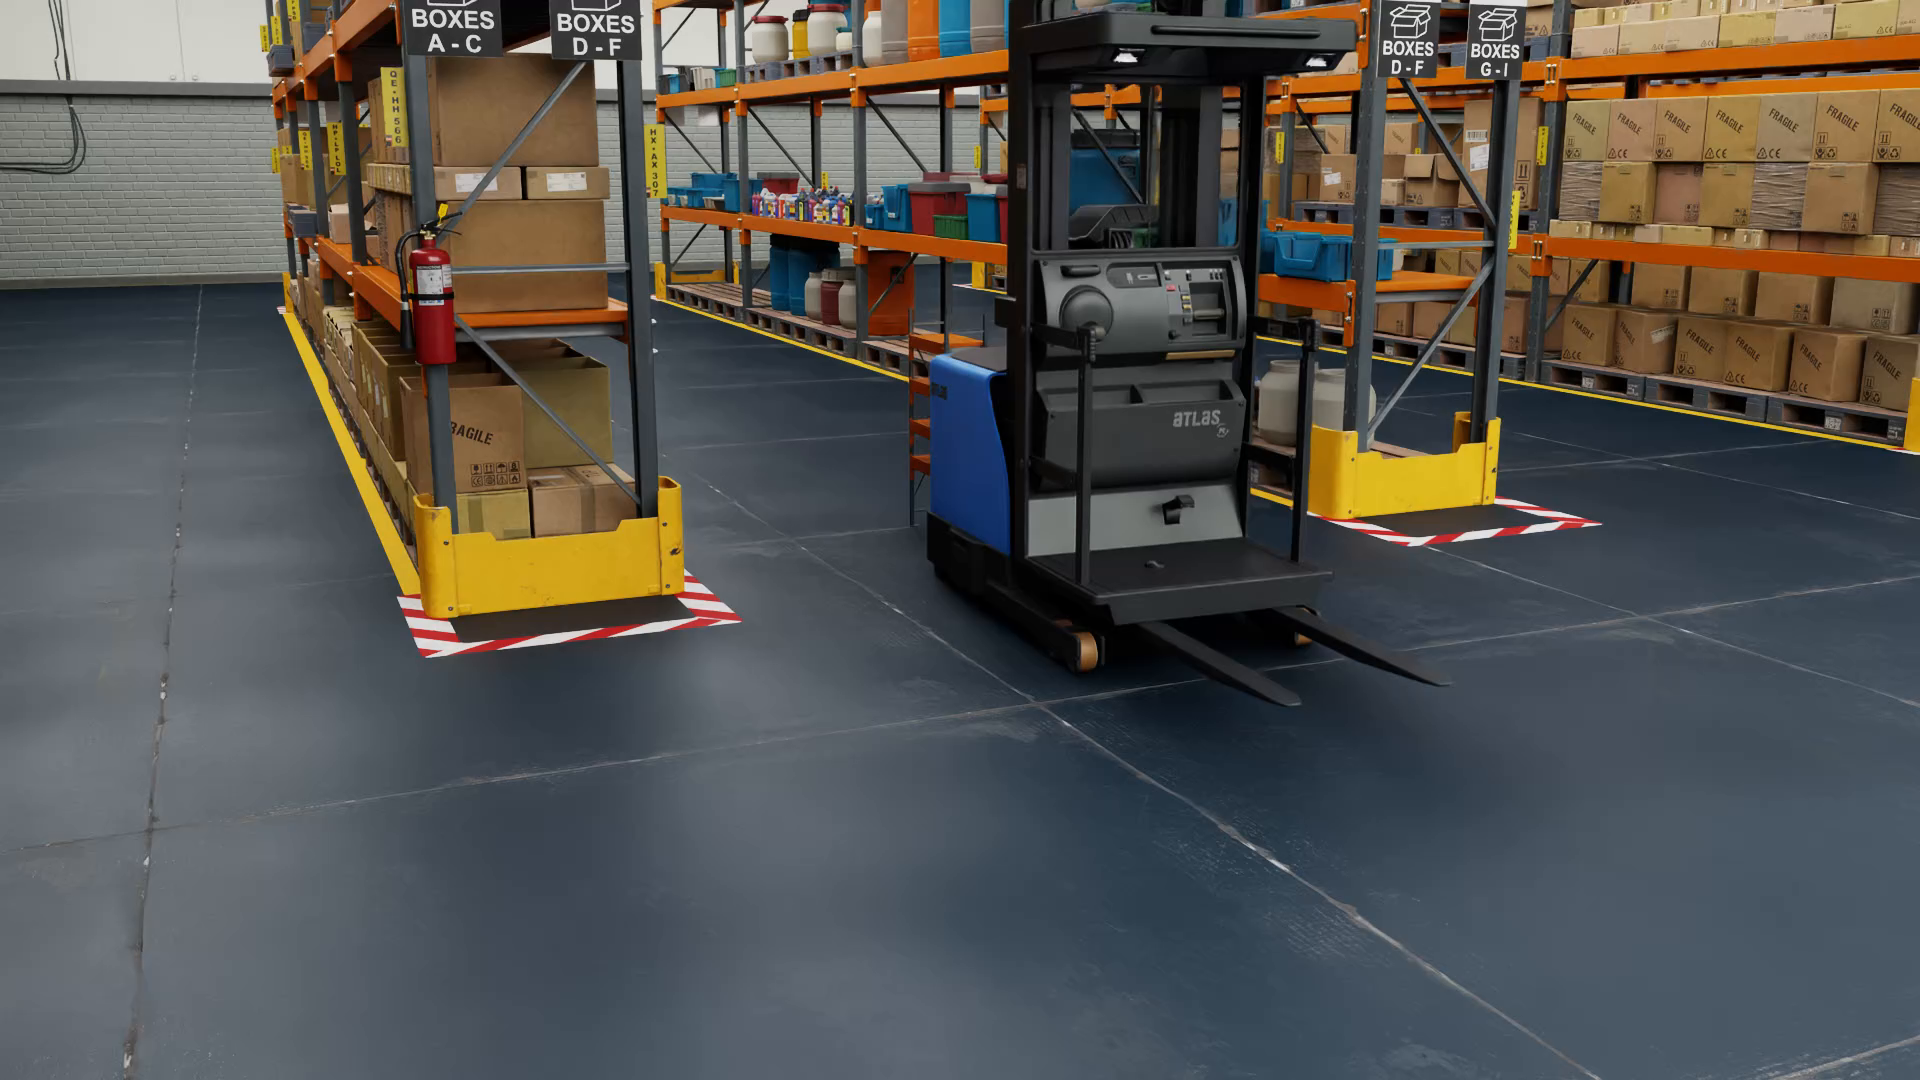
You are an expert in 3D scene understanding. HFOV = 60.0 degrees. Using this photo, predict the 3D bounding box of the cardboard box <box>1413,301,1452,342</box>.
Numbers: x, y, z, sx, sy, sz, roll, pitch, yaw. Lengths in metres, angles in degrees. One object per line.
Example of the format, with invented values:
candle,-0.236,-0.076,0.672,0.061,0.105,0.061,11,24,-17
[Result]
cardboard box,4.961,-2.264,16.567,0.700,0.500,0.500,-7,15,-28

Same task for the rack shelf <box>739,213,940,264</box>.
rack shelf,-1.357,-3.365,18.350,1.077,0.370,4.000,-6,14,-23

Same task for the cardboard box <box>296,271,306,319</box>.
cardboard box,-7.186,-2.770,18.755,0.500,0.500,0.500,-6,14,-23

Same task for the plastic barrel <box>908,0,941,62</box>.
plastic barrel,-0.163,-4.648,14.695,0.600,0.830,0.708,-6,14,-23

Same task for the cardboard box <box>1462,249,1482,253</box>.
cardboard box,7.235,-4.069,22.746,0.500,0.250,0.500,-5,14,-21

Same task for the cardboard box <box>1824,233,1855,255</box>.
cardboard box,6.551,-2.166,12.133,0.380,0.149,0.250,-6,14,-23

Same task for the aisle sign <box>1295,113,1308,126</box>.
aisle sign,5.609,-7.138,27.293,0.394,0.787,0.004,-6,14,-23

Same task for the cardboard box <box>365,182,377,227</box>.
cardboard box,-4.198,-2.450,12.581,0.500,0.500,0.500,-6,14,-23

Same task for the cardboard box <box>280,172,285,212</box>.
cardboard box,-8.364,-4.441,21.185,0.500,0.500,0.500,-5,14,-22

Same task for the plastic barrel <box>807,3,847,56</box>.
plastic barrel,-1.404,-5.387,17.607,0.433,0.535,0.433,0,13,0

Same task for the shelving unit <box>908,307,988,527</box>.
shelving unit,-0.066,-0.619,8.882,0.258,1.200,0.503,-6,14,-23

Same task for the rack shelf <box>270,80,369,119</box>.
rack shelf,-7.499,-5.206,19.653,1.077,0.370,4.000,-6,14,-23

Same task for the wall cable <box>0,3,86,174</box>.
wall cable,-14.776,-6.671,24.621,3.097,2.526,0.112,-6,14,-23

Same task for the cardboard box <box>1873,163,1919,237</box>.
cardboard box,6.992,-2.406,11.732,0.875,0.500,0.500,-6,14,-23

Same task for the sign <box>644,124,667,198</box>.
sign,-1.380,-1.712,7.517,0.100,0.325,0.005,-6,14,-23

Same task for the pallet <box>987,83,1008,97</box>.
pallet,1.085,-6.668,24.572,1.003,0.211,1.213,-6,14,-23

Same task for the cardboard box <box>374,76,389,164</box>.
cardboard box,-3.106,-2.514,9.981,0.700,0.500,0.500,-6,14,-23

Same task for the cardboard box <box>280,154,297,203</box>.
cardboard box,-6.713,-3.817,17.556,0.700,0.500,0.500,-12,18,-42

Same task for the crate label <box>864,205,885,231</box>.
crate label,-0.730,-3.099,15.980,0.303,0.233,0.416,-6,14,-23

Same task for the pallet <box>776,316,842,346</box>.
pallet,-1.394,-2.354,18.573,1.003,0.211,1.213,-6,14,-23

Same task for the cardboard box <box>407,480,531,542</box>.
cardboard box,-2.376,-0.151,8.039,0.500,0.250,0.500,-6,14,-23

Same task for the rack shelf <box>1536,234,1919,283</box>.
rack shelf,6.386,-2.159,13.142,1.077,0.370,4.000,-6,14,-23

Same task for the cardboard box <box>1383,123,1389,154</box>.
cardboard box,6.318,-5.862,24.449,0.500,0.500,0.500,-6,14,-25

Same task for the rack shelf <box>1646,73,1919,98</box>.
rack shelf,9.369,-4.874,18.220,1.077,0.370,4.000,-6,14,-23

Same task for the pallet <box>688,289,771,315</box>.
pallet,-2.980,-3.171,22.101,1.003,0.211,1.213,-6,14,-23

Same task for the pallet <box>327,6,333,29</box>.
pallet,-3.858,-3.578,11.449,0.805,0.209,1.217,-6,14,-25

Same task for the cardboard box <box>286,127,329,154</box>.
cardboard box,-7.138,-4.299,18.351,0.500,0.500,0.500,-6,14,-23

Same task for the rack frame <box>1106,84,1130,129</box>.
rack frame,2.381,-4.576,21.987,1.000,3.000,0.127,-6,14,-23

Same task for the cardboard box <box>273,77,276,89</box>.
cardboard box,-8.139,-5.663,20.365,0.500,0.250,0.500,-6,14,-23

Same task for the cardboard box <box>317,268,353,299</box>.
cardboard box,-5.712,-2.400,15.493,0.500,0.250,0.500,-5,14,-21

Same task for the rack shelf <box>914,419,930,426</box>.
rack shelf,-0.066,-0.591,8.889,0.221,0.050,0.457,-6,14,-23

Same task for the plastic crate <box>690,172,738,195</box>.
plastic crate,-3.455,-4.949,23.388,0.616,0.435,0.499,-6,14,-23

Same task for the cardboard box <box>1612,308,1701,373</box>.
cardboard box,5.945,-1.706,14.199,0.500,0.500,0.500,-1,13,-5

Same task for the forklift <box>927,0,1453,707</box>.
forklift,0.836,-2.010,9.352,3.137,3.703,8.240,-5,14,-21

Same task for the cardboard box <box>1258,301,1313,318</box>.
cardboard box,3.725,-3.063,19.233,1.225,0.875,0.875,-6,14,-26

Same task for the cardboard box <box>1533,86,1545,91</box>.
cardboard box,7.698,-5.987,21.212,0.500,0.500,0.500,-6,14,-23

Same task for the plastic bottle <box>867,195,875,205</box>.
plastic bottle,-0.988,-3.647,18.248,0.152,0.276,0.135,-6,14,-23

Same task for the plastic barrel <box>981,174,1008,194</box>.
plastic barrel,0.397,-3.000,14.878,0.433,0.535,0.433,0,13,0

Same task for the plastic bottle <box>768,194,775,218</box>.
plastic bottle,-2.153,-3.833,19.066,0.097,0.271,0.097,0,13,0

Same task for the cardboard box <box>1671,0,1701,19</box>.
cardboard box,5.856,-4.194,13.134,0.380,0.149,0.250,-6,14,-24

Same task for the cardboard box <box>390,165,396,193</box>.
cardboard box,-2.939,-2.001,9.202,0.380,0.149,0.250,-6,14,-23

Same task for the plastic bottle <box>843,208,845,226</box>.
plastic bottle,-1.138,-3.276,16.811,0.097,0.201,0.097,0,13,0

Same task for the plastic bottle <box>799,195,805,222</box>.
plastic bottle,-1.694,-3.592,17.996,0.061,0.283,0.133,-6,14,-23

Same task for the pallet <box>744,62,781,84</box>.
pallet,-1.754,-5.344,19.076,1.213,0.211,1.003,-6,14,-23

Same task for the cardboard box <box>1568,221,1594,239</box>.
cardboard box,5.484,-2.676,14.337,0.380,0.149,0.250,-6,14,-23

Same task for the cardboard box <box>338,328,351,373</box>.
cardboard box,-4.330,-1.435,12.341,0.500,0.311,0.500,-6,14,-23

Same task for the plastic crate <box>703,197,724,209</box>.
plastic crate,-3.131,-4.362,21.514,0.293,0.136,0.466,-6,14,-23

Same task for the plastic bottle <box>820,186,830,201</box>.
plastic bottle,-1.548,-3.893,19.146,0.144,0.351,0.185,-6,14,-23

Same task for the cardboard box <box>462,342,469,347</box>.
cardboard box,-2.714,-0.976,9.937,0.500,0.500,0.500,-6,14,-23

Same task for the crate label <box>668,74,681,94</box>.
crate label,-3.686,-6.124,22.354,0.408,0.251,0.502,-6,14,-23

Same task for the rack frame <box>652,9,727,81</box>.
rack frame,-3.760,-7.877,22.949,1.000,3.000,0.127,-6,14,-23

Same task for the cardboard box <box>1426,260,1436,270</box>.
cardboard box,7.114,-4.067,24.522,0.380,0.149,0.250,-5,14,-20

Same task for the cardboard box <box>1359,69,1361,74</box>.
cardboard box,4.358,-4.806,16.663,0.500,0.250,0.500,-5,14,-22

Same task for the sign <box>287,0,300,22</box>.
sign,-5.593,-4.520,13.947,0.100,0.325,0.005,-6,14,-23

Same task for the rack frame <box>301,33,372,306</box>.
rack frame,-5.095,-2.855,14.554,1.000,3.000,0.127,-6,14,-23

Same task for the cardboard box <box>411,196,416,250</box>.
cardboard box,-2.475,-1.560,8.735,0.700,0.500,0.500,-6,14,-23

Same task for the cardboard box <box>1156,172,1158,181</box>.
cardboard box,2.738,-4.299,20.572,0.500,0.500,0.500,-6,14,-24
